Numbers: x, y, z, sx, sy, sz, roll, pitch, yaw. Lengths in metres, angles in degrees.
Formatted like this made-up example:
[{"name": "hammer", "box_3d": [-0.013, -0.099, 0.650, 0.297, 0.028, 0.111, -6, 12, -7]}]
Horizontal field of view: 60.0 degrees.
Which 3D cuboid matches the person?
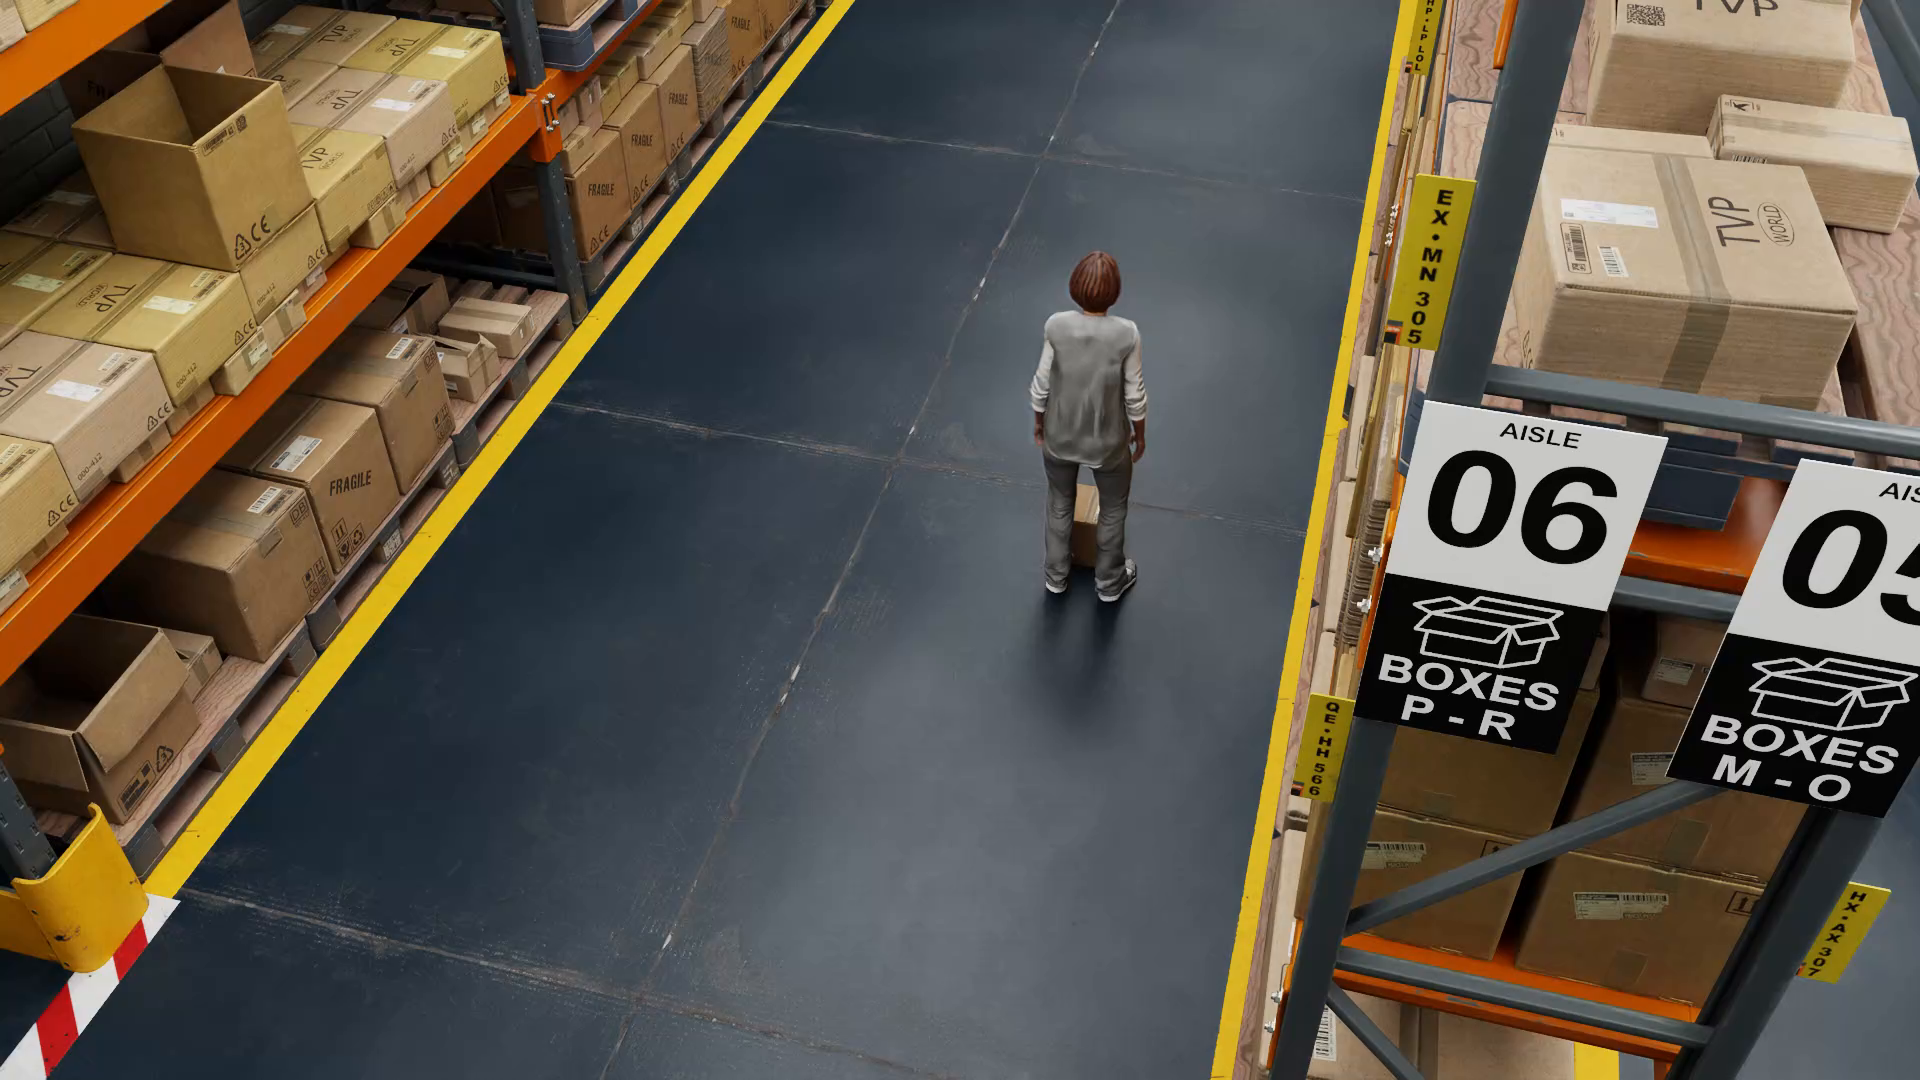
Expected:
[{"name": "person", "box_3d": [0.513, -0.411, 6.631, 0.463, 1.592, 0.349, 11, 43, 12]}]
